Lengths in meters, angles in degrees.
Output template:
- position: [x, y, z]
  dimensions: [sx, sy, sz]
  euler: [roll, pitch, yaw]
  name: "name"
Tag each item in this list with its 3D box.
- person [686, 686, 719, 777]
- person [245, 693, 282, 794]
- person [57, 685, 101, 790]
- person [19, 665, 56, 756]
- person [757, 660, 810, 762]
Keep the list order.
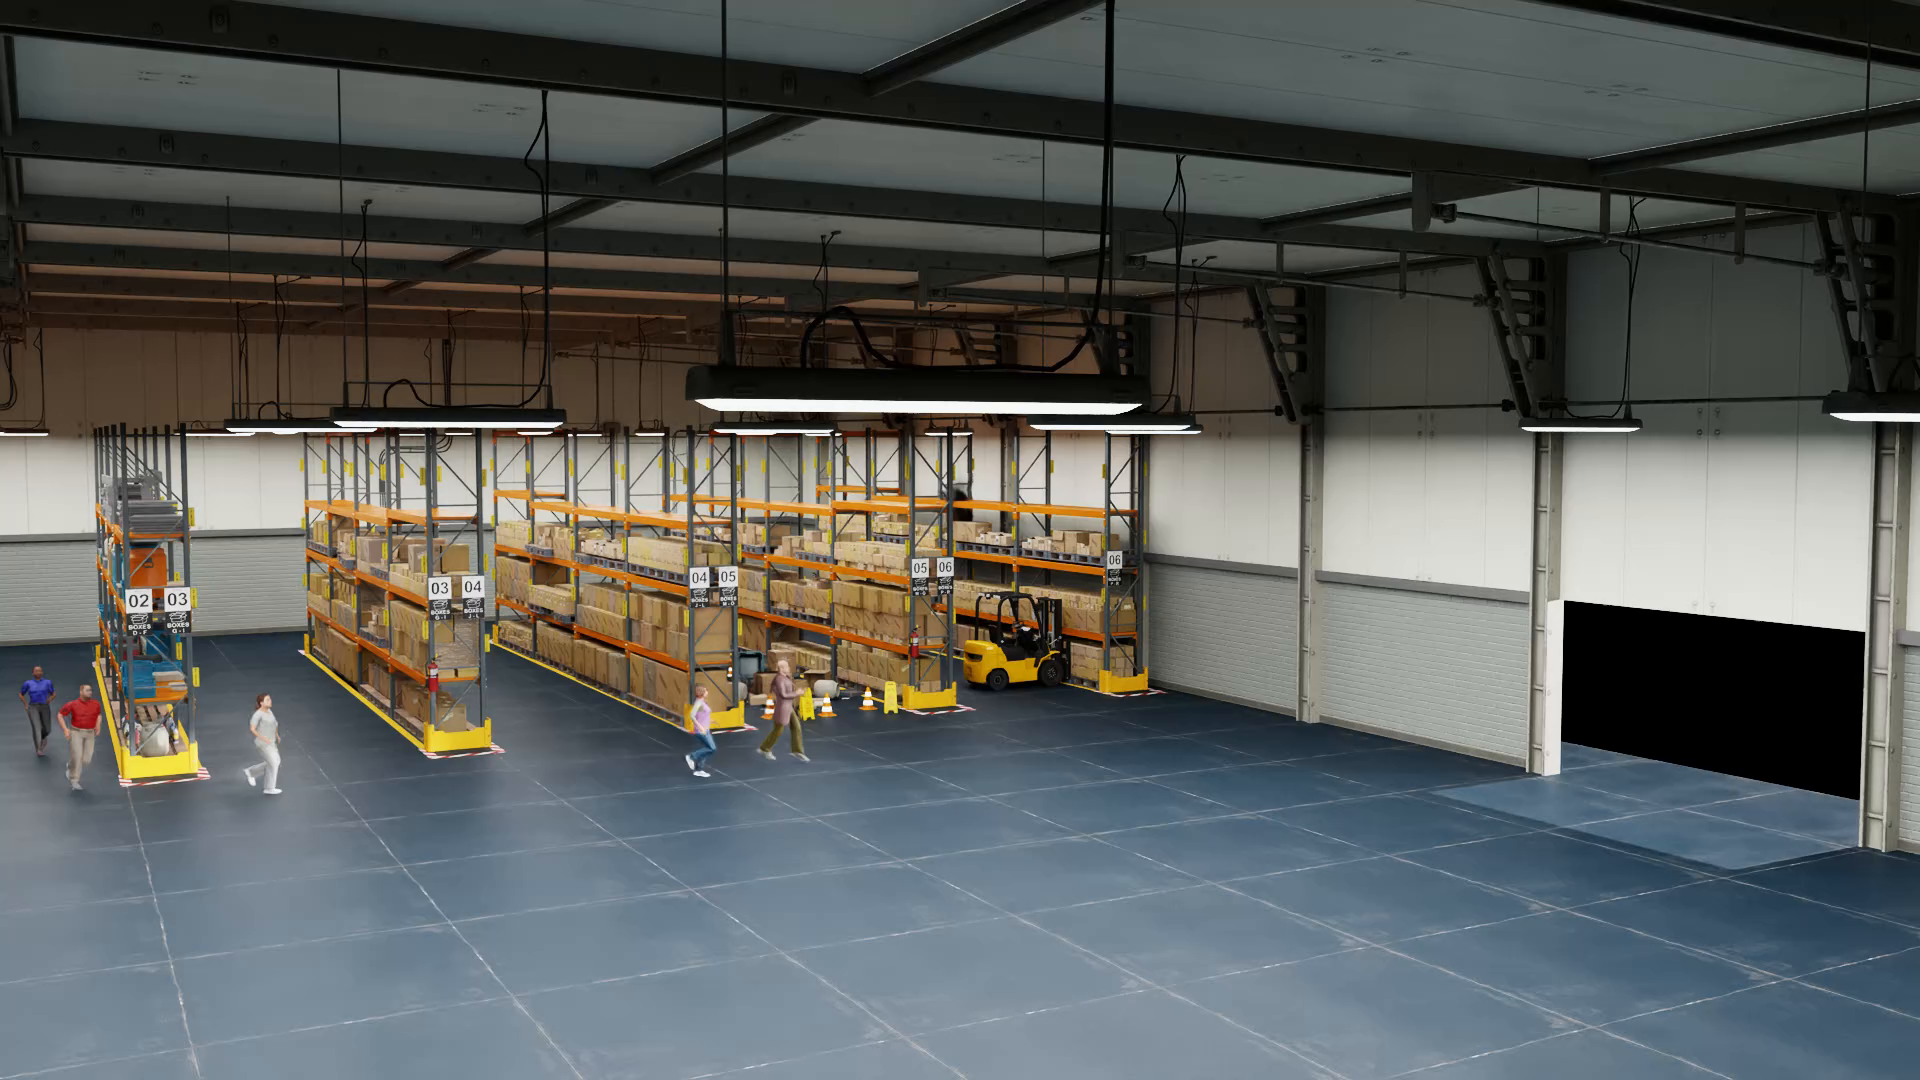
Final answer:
- position: [-4.373, 3.244, 28.204]
  dimensions: [0.545, 1.559, 0.535]
  euler: [0, 3, -1]
  name: "person"
- position: [-11.282, 3.295, 26.857]
  dimensions: [0.652, 1.597, 0.600]
  euler: [0, 3, 6]
  name: "person"
- position: [-14.546, 3.235, 27.521]
  dimensions: [0.726, 1.688, 0.701]
  euler: [3, 4, 36]
  name: "person"
- position: [-16.761, 3.088, 30.229]
  dimensions: [0.584, 1.602, 0.739]
  euler: [-3, 4, -36]
  name: "person"
- position: [-3.136, 3.035, 29.428]
  dimensions: [0.929, 1.832, 0.677]
  euler: [0, 3, 8]
  name: "person"
